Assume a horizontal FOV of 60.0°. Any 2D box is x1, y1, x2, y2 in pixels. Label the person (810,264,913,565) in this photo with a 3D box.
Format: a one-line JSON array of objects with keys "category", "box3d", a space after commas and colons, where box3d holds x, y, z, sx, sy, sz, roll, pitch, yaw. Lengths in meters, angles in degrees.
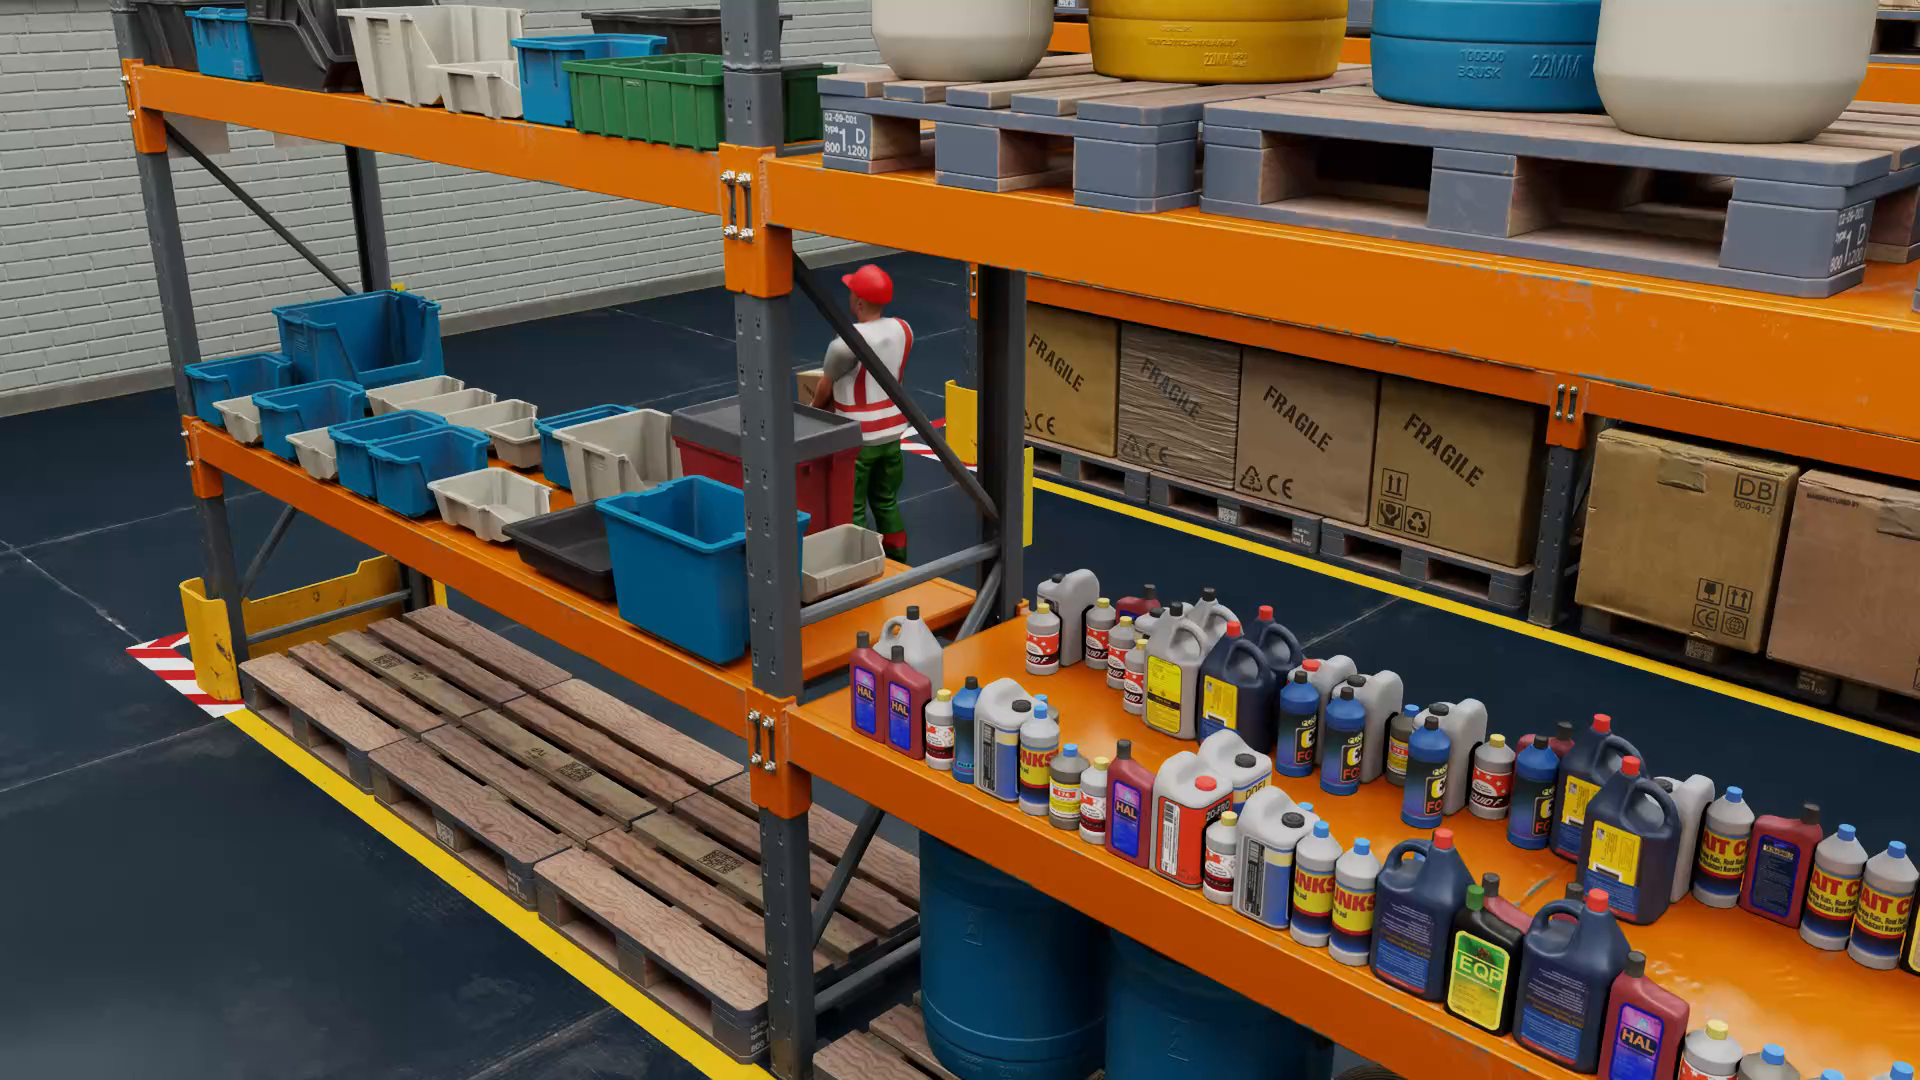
[{"category": "person", "box3d": [-0.544, -0.547, 8.523, 0.494, 1.782, 0.560, -19, 28, -41]}]
